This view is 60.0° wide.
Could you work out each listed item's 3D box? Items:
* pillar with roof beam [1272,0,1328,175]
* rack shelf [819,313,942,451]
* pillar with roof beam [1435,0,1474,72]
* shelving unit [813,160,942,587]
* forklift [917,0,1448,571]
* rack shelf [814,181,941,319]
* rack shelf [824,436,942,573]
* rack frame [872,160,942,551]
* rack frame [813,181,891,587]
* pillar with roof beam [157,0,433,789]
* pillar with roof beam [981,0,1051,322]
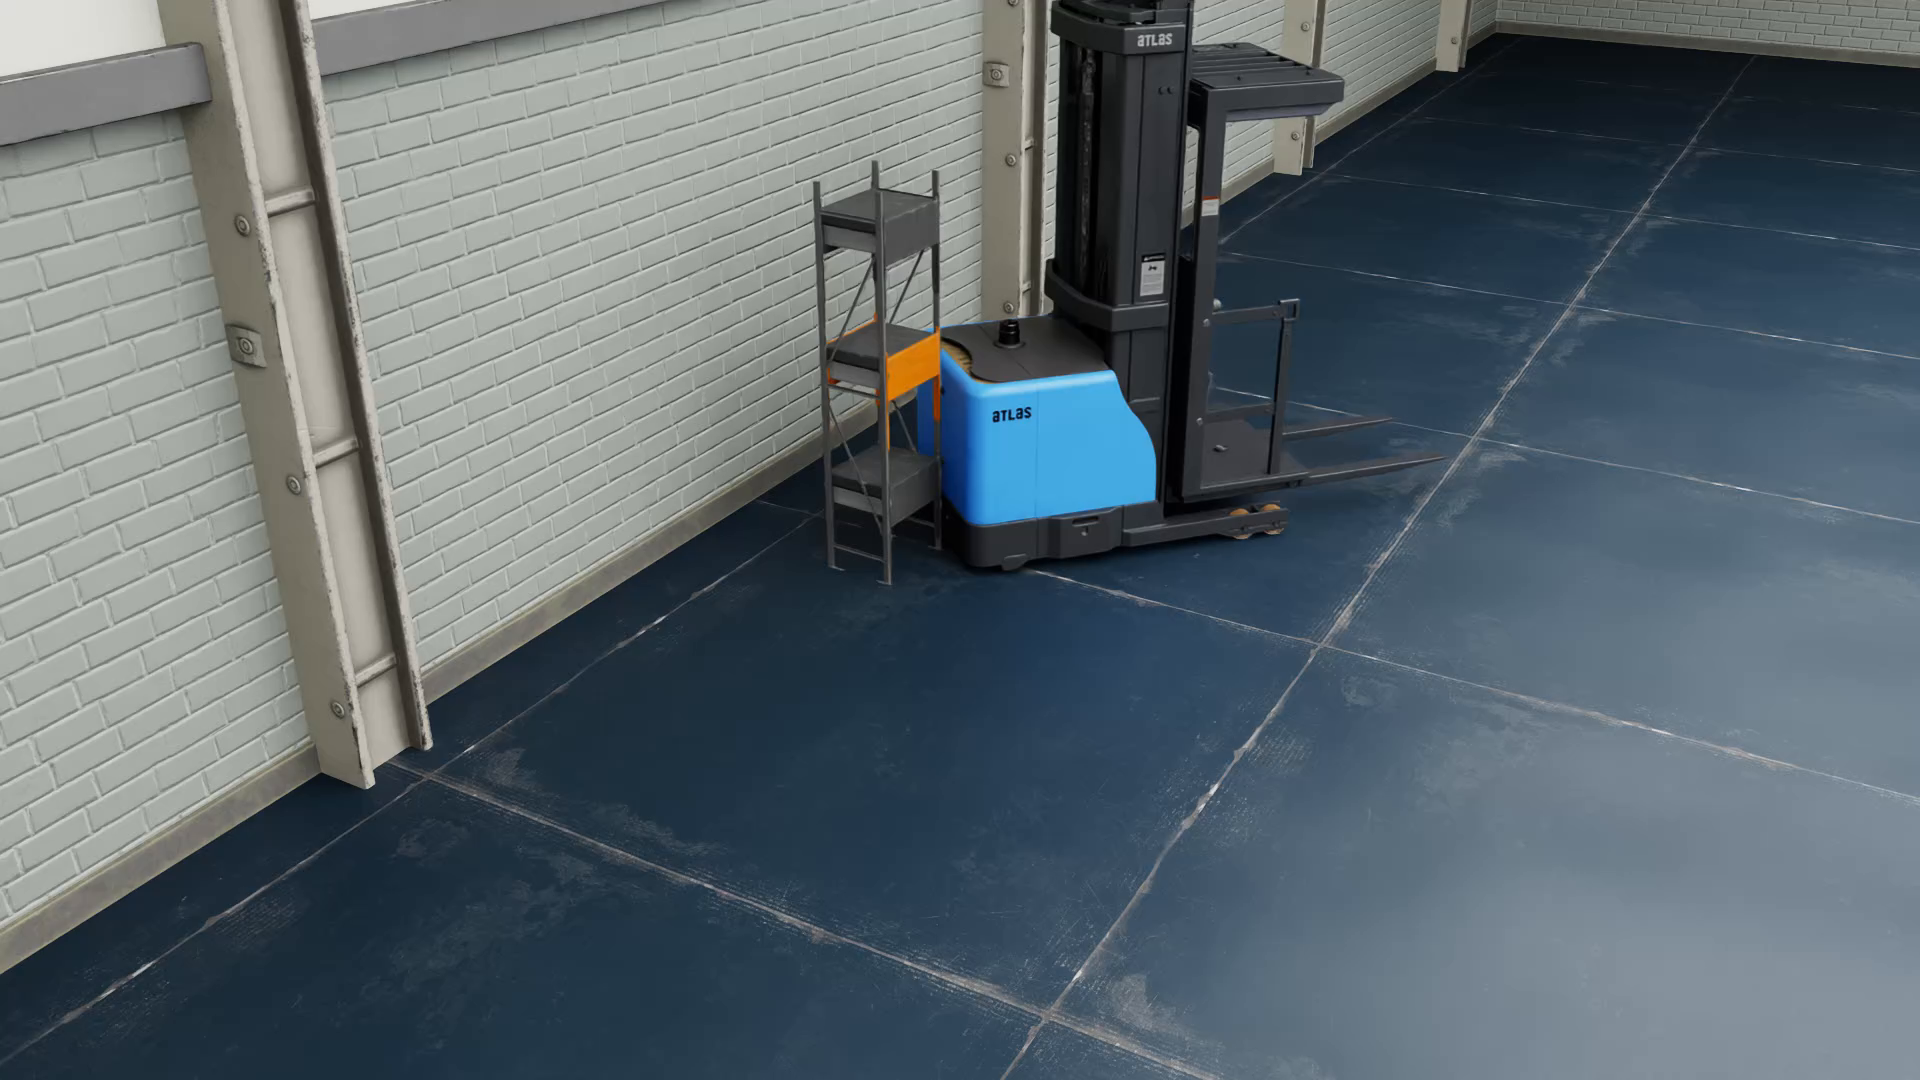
[{"bbox_3d":[7.073,-6.795,12.771,9.100,9.000,0.400,14,30,26],"label":"pillar with roof beam"},{"bbox_3d":[-0.405,-0.822,8.578,0.431,0.518,0.480,16,31,29],"label":"rack shelf"},{"bbox_3d":[10.025,-9.133,17.442,9.100,9.000,0.400,14,30,26],"label":"pillar with roof beam"},{"bbox_3d":[-0.405,-0.835,8.572,0.431,2.100,0.503,16,31,29],"label":"shelving unit"},{"bbox_3d":[1.320,-1.528,9.027,3.031,2.935,1.130,-9,28,-17],"label":"forklift"},{"bbox_3d":[-0.405,-1.448,8.264,0.431,0.518,0.480,16,31,29],"label":"rack shelf"},{"bbox_3d":[-0.405,-0.197,8.891,0.431,0.518,0.480,16,31,29],"label":"rack shelf"},{"bbox_3d":[-0.273,-0.927,8.755,0.400,2.100,0.015,16,31,29],"label":"rack frame"},{"bbox_3d":[-0.536,-0.743,8.388,0.400,2.100,0.015,16,31,29],"label":"rack frame"},{"bbox_3d":[1.170,-2.118,3.429,9.100,9.000,0.400,14,30,26],"label":"pillar with roof beam"},{"bbox_3d":[4.121,-4.457,8.100,9.100,9.000,0.400,14,30,26],"label":"pillar with roof beam"}]
